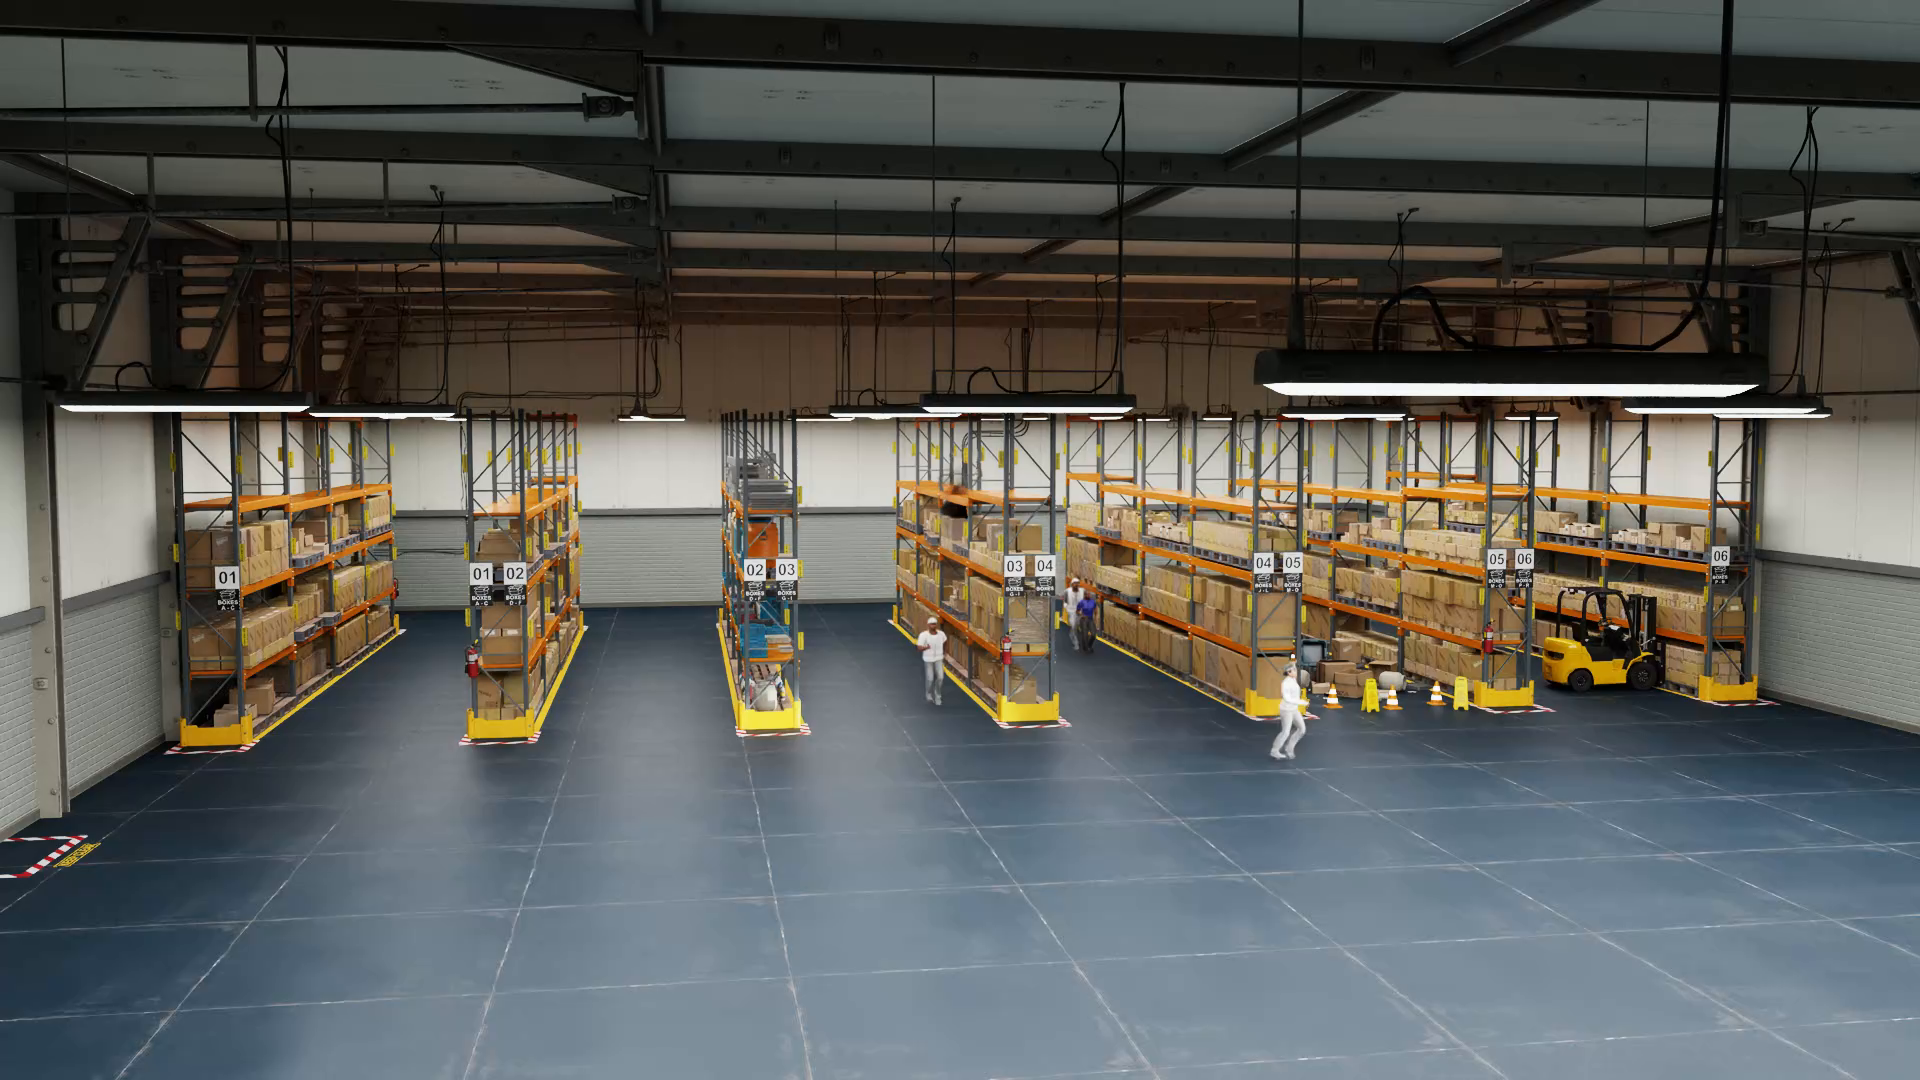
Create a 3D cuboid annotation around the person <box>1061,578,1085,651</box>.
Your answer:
[{"bbox_3d":[2.970,1.868,42.608,0.645,1.797,1.149,-1,4,-13],"label":"person"}]

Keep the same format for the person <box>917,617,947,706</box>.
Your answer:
[{"bbox_3d":[-0.539,2.481,33.906,0.673,1.812,0.706,-1,4,-12],"label":"person"}]

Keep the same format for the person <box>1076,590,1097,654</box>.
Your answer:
[{"bbox_3d":[3.160,2.039,41.137,0.586,1.624,0.585,-1,4,-11],"label":"person"}]

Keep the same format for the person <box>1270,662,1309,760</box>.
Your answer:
[{"bbox_3d":[5.631,2.921,28.286,0.675,1.717,0.632,2,5,32],"label":"person"}]
